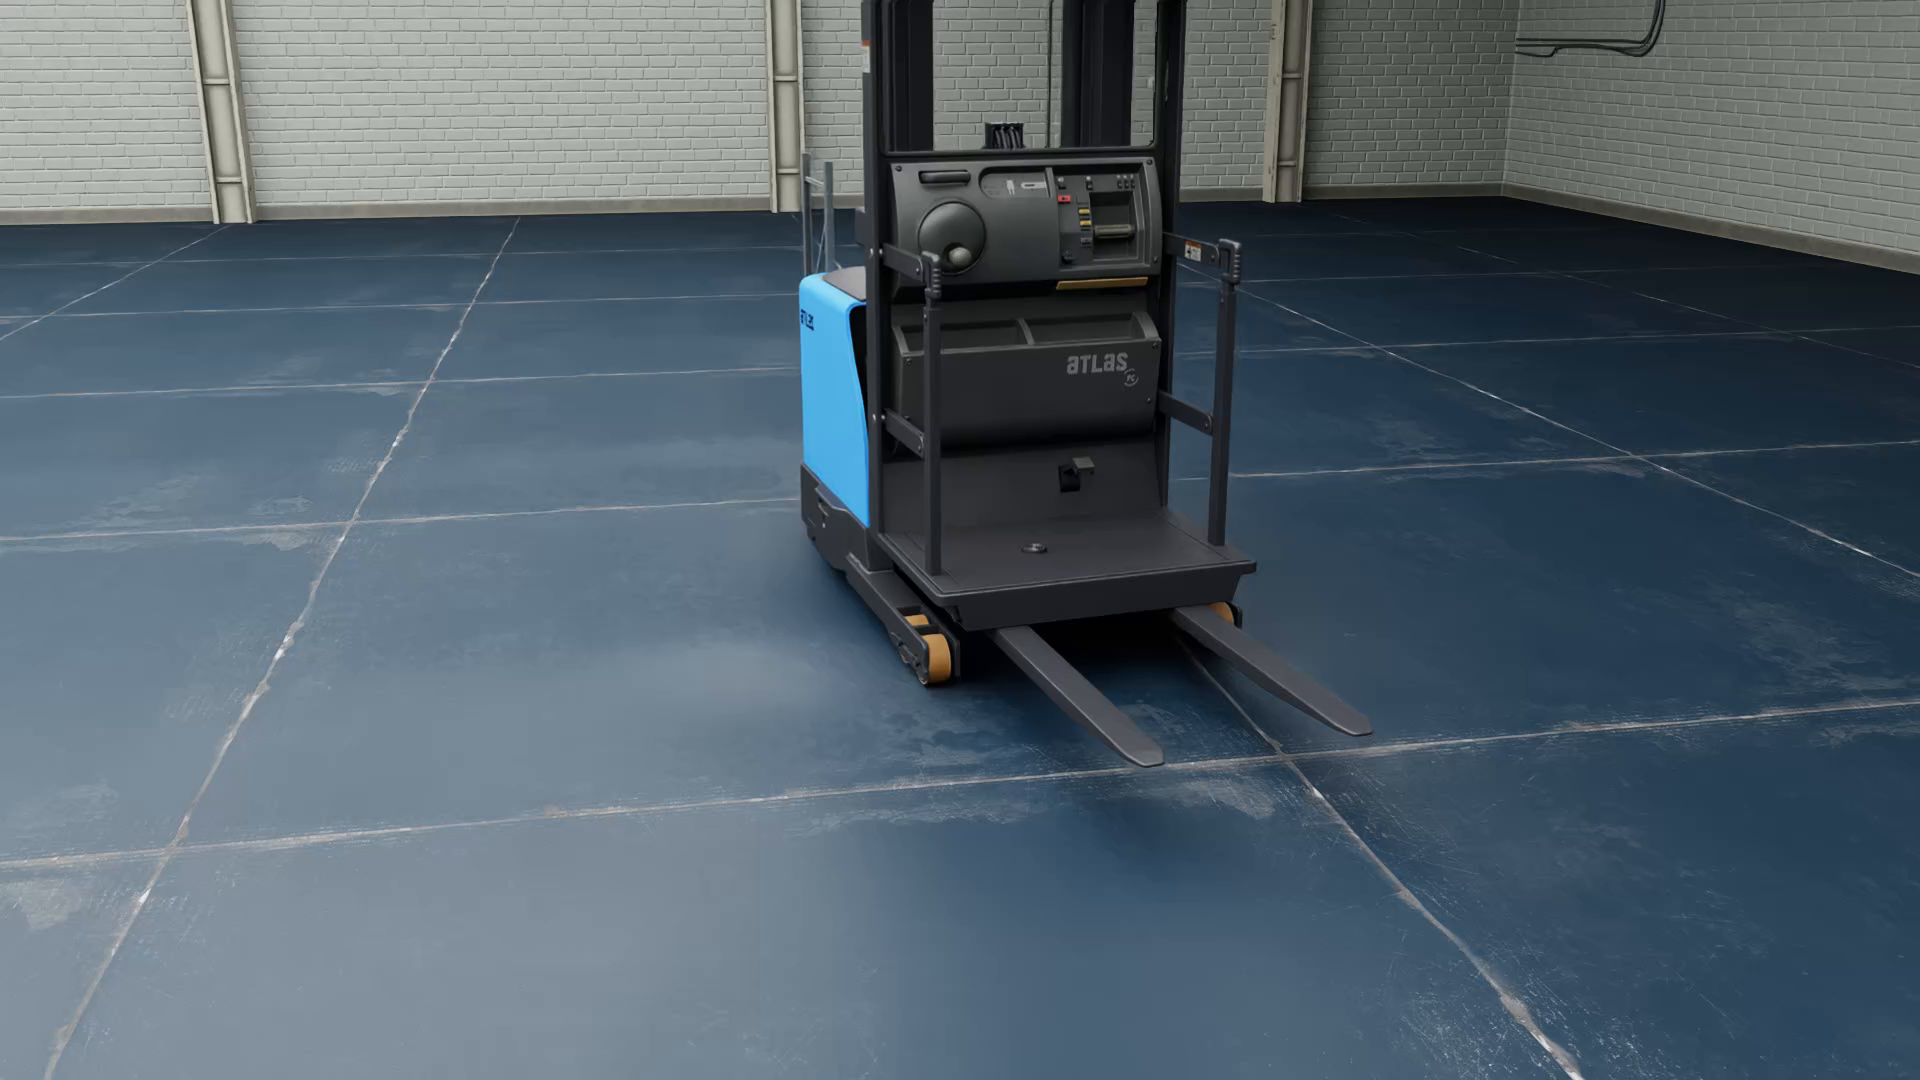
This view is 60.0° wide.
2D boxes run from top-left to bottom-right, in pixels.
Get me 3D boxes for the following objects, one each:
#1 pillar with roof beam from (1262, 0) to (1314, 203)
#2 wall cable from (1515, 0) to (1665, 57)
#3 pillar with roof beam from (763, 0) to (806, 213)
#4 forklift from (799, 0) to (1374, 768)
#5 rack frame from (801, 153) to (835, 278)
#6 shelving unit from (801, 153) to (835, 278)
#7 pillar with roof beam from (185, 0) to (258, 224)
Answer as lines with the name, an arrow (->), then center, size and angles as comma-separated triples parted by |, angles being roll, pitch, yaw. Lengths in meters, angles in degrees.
pillar with roof beam -> 4.733, -7.188, 14.889 | 0.400, 9.000, 9.100 | -3, 17, -10
wall cable -> 7.059, -6.728, 18.679 | 0.112, 2.526, 3.097 | -3, 17, -10
pillar with roof beam -> -1.158, -6.854, 13.801 | 0.400, 9.000, 9.100 | -3, 17, -10
forklift -> 0.298, -1.070, 5.305 | 1.130, 2.935, 3.031 | -6, 18, -18
rack frame -> -0.589, -0.852, 7.031 | 0.032, 1.500, 0.500 | -5, 18, -16
shelving unit -> -0.101, -0.894, 7.168 | 1.048, 1.500, 0.538 | -5, 18, -16
pillar with roof beam -> -7.049, -6.520, 12.713 | 0.400, 9.000, 9.100 | -3, 17, -10
